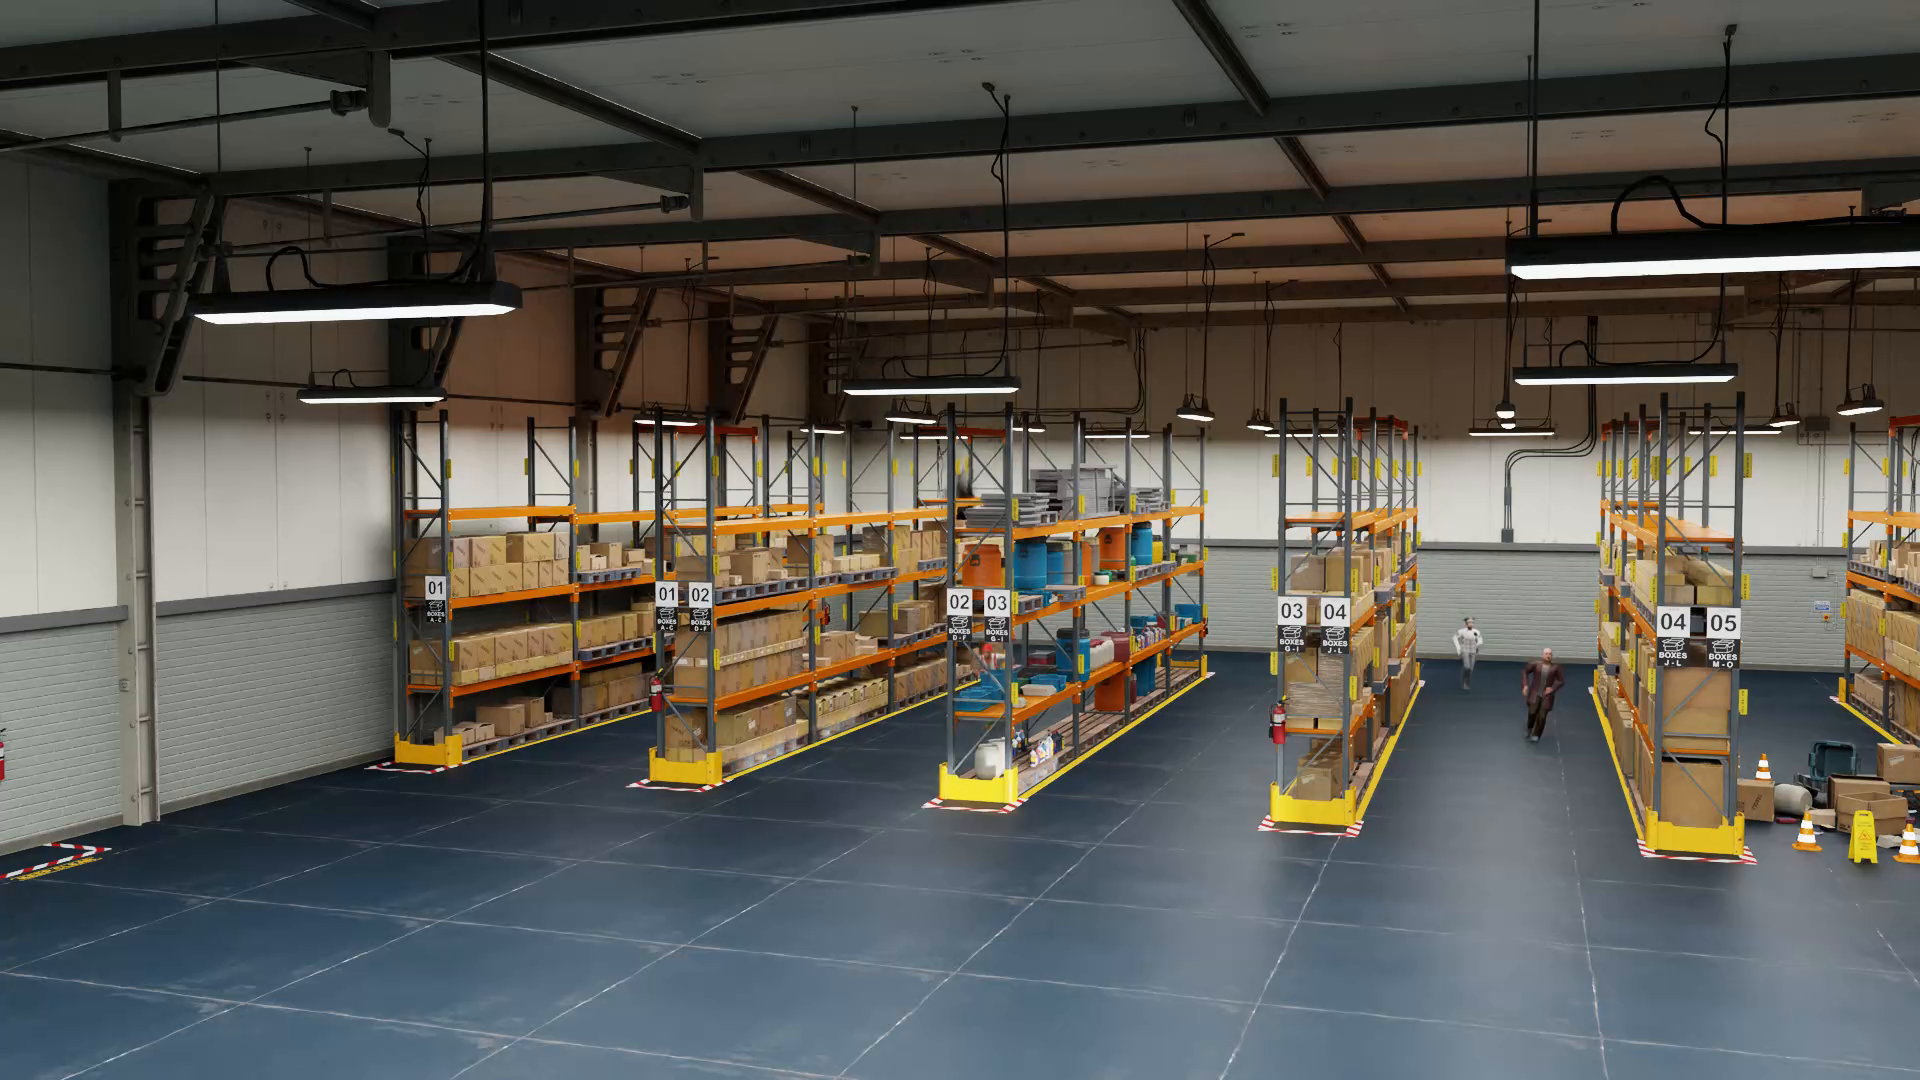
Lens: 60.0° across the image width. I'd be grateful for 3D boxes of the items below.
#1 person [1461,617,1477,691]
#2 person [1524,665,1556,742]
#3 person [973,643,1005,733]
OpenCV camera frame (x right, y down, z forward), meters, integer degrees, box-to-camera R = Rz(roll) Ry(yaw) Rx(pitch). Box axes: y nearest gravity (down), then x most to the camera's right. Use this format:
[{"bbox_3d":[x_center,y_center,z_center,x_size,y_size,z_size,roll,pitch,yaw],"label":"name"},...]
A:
[{"bbox_3d":[11.498,2.559,37.639,0.351,1.690,0.521,0,2,0],"label":"person"},{"bbox_3d":[10.671,2.962,30.375,0.665,1.471,0.545,1,3,18],"label":"person"},{"bbox_3d":[0.627,2.807,31.887,0.703,1.731,1.058,1,3,13],"label":"person"}]
